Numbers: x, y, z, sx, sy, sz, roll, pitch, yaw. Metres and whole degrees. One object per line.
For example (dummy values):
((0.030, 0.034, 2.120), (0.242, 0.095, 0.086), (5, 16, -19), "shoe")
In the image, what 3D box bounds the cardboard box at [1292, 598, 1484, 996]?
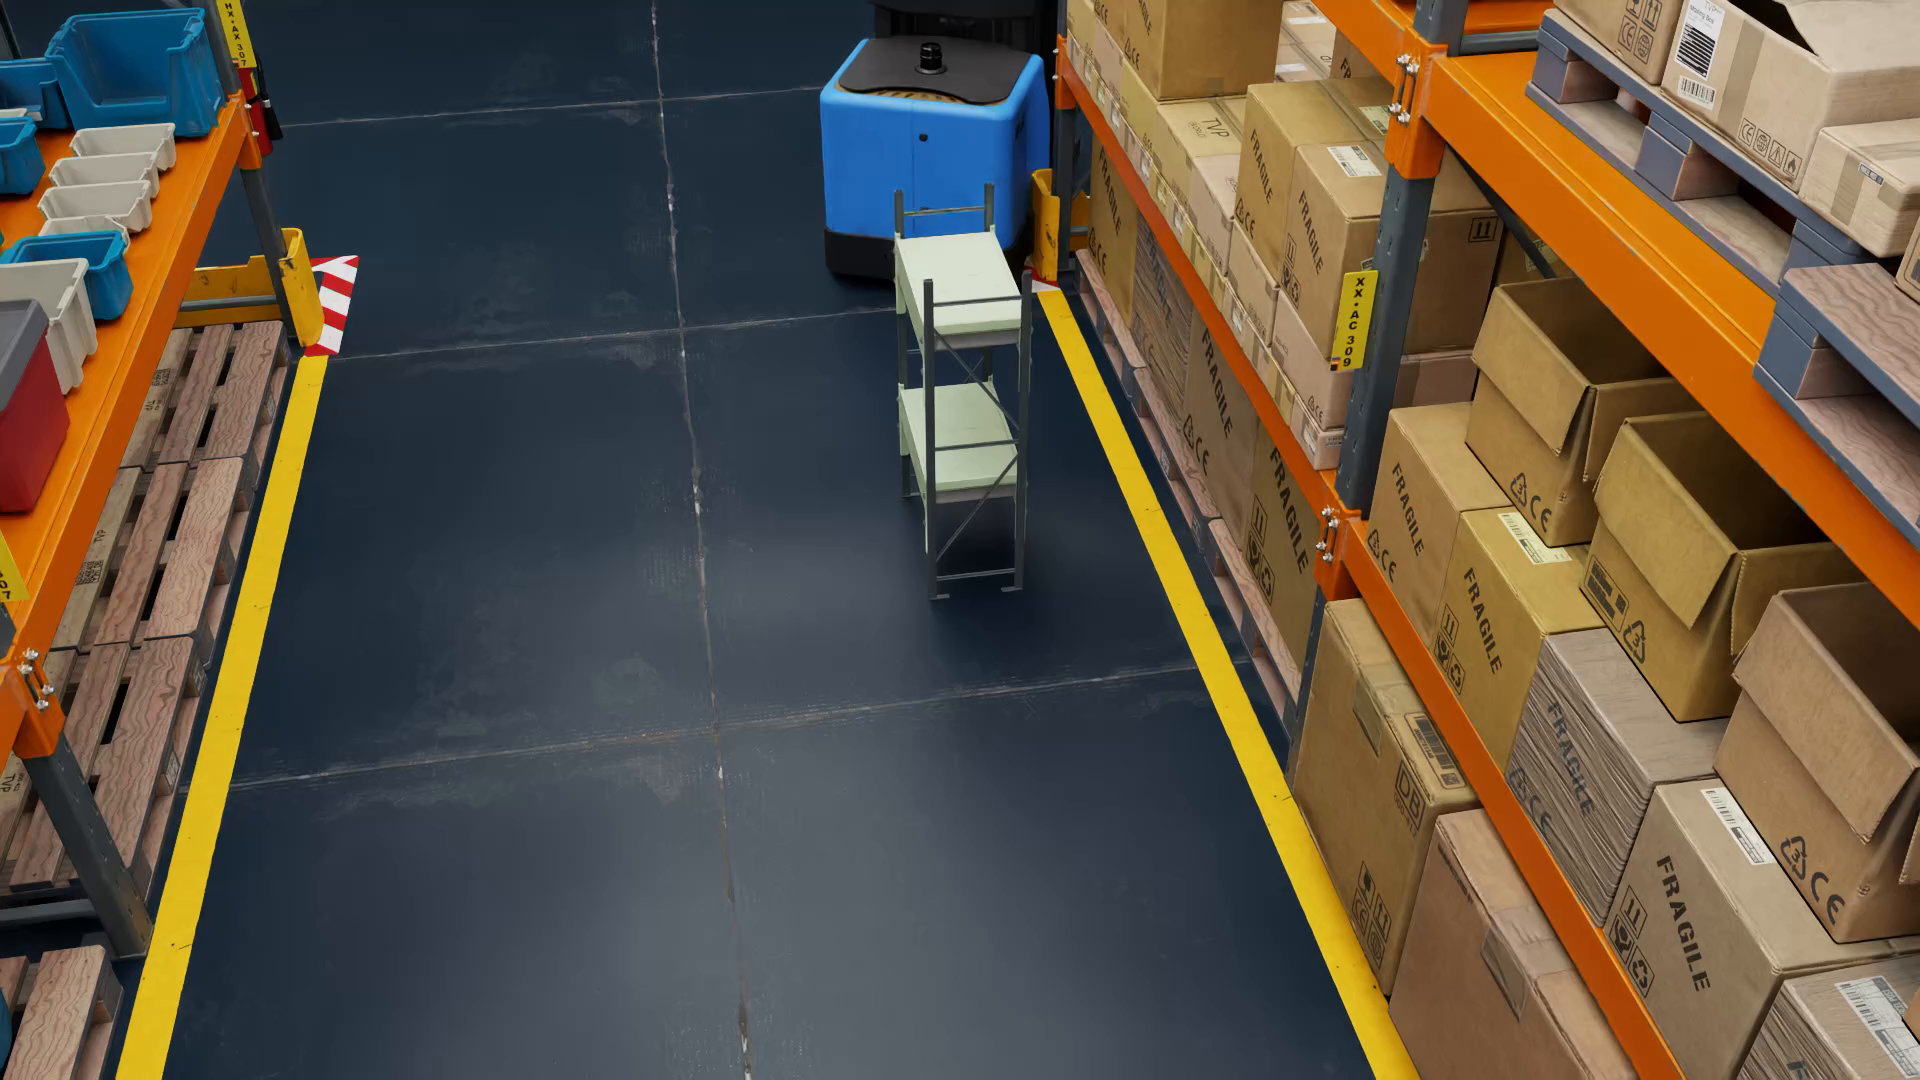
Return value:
((1.827, 0.733, 5.252), (1.225, 0.875, 0.875), (-6, 38, -8), "cardboard box")

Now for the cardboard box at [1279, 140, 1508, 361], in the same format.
((1.351, -0.928, 5.268), (0.500, 0.500, 0.500), (-5, 38, -7), "cardboard box")

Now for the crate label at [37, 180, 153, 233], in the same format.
((-3.452, -1.313, 6.661), (0.396, 0.136, 0.243), (-6, 38, -8), "crate label")

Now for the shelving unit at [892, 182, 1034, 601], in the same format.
((0.001, -0.588, 6.785), (0.431, 1.500, 0.755), (-6, 38, -8), "shelving unit")

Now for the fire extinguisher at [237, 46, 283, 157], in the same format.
((-3.461, -2.171, 7.966), (0.296, 0.674, 0.183), (-6, 38, -8), "fire extinguisher")

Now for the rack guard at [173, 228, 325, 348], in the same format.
((-3.899, -1.234, 8.431), (1.175, 0.500, 0.348), (-6, 38, -8), "rack guard")

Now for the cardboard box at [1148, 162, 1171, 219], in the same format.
((1.002, -1.463, 6.893), (0.380, 0.149, 0.250), (-7, 38, -9), "cardboard box")

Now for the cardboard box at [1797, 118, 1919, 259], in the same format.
((1.808, -0.661, 3.073), (0.380, 0.149, 0.250), (-8, 39, -10), "cardboard box")

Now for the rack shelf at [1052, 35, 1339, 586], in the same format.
((1.344, -1.249, 6.999), (1.077, 0.370, 4.000), (-6, 38, -8), "rack shelf")

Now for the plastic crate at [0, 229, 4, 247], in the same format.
((-3.932, -1.186, 6.419), (0.416, 0.233, 0.300), (-6, 38, -8), "plastic crate")

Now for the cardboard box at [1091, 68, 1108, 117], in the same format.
((0.823, -2.083, 7.690), (0.380, 0.149, 0.250), (-7, 38, -9), "cardboard box")

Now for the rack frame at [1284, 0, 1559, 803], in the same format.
((1.695, -0.325, 5.223), (1.000, 3.000, 0.127), (-6, 38, -8), "rack frame")

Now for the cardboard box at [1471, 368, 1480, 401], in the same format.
((1.871, -0.695, 5.580), (0.500, 0.250, 0.500), (-7, 38, -9), "cardboard box")

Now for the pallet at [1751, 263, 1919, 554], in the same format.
((2.032, -0.077, 2.614), (1.003, 0.211, 1.213), (-5, 38, -6), "pallet")

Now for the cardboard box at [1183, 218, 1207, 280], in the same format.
((1.093, -1.151, 6.491), (0.380, 0.149, 0.250), (-7, 38, -9), "cardboard box")

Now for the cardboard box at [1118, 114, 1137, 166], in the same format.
((0.913, -1.771, 7.290), (0.380, 0.149, 0.250), (-7, 38, -9), "cardboard box")

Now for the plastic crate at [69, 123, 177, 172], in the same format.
((-3.561, -1.655, 7.101), (0.396, 0.136, 0.243), (-6, 38, -8), "plastic crate")

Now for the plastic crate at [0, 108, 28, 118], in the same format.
((-4.189, -1.741, 7.212), (0.250, 0.136, 0.298), (-6, 38, -8), "plastic crate")

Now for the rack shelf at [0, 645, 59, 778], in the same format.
((-2.831, 1.700, 3.203), (1.077, 0.370, 4.000), (-6, 38, -8), "rack shelf")

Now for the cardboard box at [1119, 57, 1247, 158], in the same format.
((0.994, -1.863, 7.083), (0.500, 0.250, 0.500), (-7, 38, -9), "cardboard box")

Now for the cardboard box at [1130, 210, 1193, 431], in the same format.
((1.344, -1.140, 7.662), (0.875, 0.875, 0.875), (-6, 38, -8), "cardboard box")

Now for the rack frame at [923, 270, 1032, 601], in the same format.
((0.065, -0.367, 6.500), (0.400, 1.500, 0.023), (-6, 38, -8), "rack frame")

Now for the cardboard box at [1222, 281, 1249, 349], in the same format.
((1.184, -0.841, 6.092), (0.380, 0.149, 0.250), (-6, 38, -7), "cardboard box")

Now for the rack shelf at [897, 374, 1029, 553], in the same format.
((0.001, -0.331, 6.985), (0.431, 0.370, 0.720), (-6, 38, -8), "rack shelf")

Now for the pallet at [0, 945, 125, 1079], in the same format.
((-3.087, 1.779, 4.788), (1.003, 0.211, 1.213), (-6, 38, -8), "pallet")

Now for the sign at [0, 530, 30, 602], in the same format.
((-2.639, 0.040, 4.527), (0.100, 0.325, 0.005), (-6, 38, -8), "sign")

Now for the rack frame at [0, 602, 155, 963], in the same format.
((-3.181, 0.208, 4.538), (1.000, 3.000, 0.127), (-6, 38, -8), "rack frame")

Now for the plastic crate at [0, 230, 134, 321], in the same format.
((-3.270, -0.953, 6.119), (0.416, 0.233, 0.300), (-6, 38, -8), "plastic crate")

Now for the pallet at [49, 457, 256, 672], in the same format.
((-3.566, 0.130, 6.910), (1.003, 0.211, 1.213), (-6, 38, -8), "pallet")

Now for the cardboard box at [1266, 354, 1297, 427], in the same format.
((1.274, -0.531, 5.693), (0.380, 0.149, 0.250), (-6, 38, -7), "cardboard box")

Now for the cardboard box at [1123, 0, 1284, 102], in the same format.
((0.997, -2.162, 6.857), (0.500, 0.500, 0.500), (-7, 38, -9), "cardboard box")

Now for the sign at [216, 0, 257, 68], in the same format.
((-3.344, -2.342, 7.686), (0.100, 0.325, 0.005), (-6, 38, -8), "sign")

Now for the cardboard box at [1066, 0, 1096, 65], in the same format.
((0.812, -2.480, 7.877), (0.500, 0.250, 0.500), (-7, 38, -9), "cardboard box")

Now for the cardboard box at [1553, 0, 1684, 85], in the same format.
((1.807, -1.366, 3.694), (0.700, 0.500, 0.500), (-5, 38, -7), "cardboard box")

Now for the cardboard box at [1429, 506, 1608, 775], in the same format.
((1.619, 0.244, 4.410), (0.500, 0.500, 0.500), (-6, 38, -8), "cardboard box")

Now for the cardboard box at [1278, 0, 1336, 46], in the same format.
((1.428, -2.229, 7.554), (0.500, 0.250, 0.500), (-7, 38, -9), "cardboard box")

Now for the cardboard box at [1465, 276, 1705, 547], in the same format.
((1.815, -0.376, 4.390), (0.797, 0.503, 0.637), (-7, 38, -9), "cardboard box")

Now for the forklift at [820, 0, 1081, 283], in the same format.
((0.120, -3.381, 9.212), (1.130, 2.935, 3.031), (9, 39, 11), "forklift")

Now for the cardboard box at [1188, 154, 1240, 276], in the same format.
((1.176, -1.242, 6.284), (0.500, 0.250, 0.500), (-5, 38, -7), "cardboard box")

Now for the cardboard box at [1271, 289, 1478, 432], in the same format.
((1.359, -0.622, 5.485), (0.500, 0.250, 0.500), (-7, 38, -9), "cardboard box")

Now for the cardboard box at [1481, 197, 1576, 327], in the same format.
((1.863, -0.996, 5.356), (0.500, 0.500, 0.500), (-6, 38, -8), "cardboard box")

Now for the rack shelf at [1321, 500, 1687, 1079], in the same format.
((2.046, 1.167, 3.889), (1.077, 0.370, 4.000), (-6, 38, -8), "rack shelf")

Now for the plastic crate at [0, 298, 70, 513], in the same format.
((-3.091, -0.408, 5.229), (0.402, 0.464, 0.583), (-6, 38, -8), "plastic crate")

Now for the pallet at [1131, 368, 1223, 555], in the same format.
((1.422, -0.430, 7.631), (1.003, 0.211, 1.213), (-6, 38, -8), "pallet")

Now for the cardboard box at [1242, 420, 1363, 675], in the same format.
((1.658, -0.059, 6.271), (0.875, 0.875, 0.875), (-6, 38, -8), "cardboard box")

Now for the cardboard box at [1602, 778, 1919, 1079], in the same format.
((1.802, 0.858, 3.620), (0.500, 0.500, 0.500), (-6, 38, -7), "cardboard box")

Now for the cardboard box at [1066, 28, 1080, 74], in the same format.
((0.731, -2.392, 8.089), (0.380, 0.149, 0.250), (-6, 38, -7), "cardboard box")

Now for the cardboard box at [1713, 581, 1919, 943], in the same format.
((2.048, 0.414, 3.373), (0.797, 0.503, 0.637), (-5, 38, -6), "cardboard box")
